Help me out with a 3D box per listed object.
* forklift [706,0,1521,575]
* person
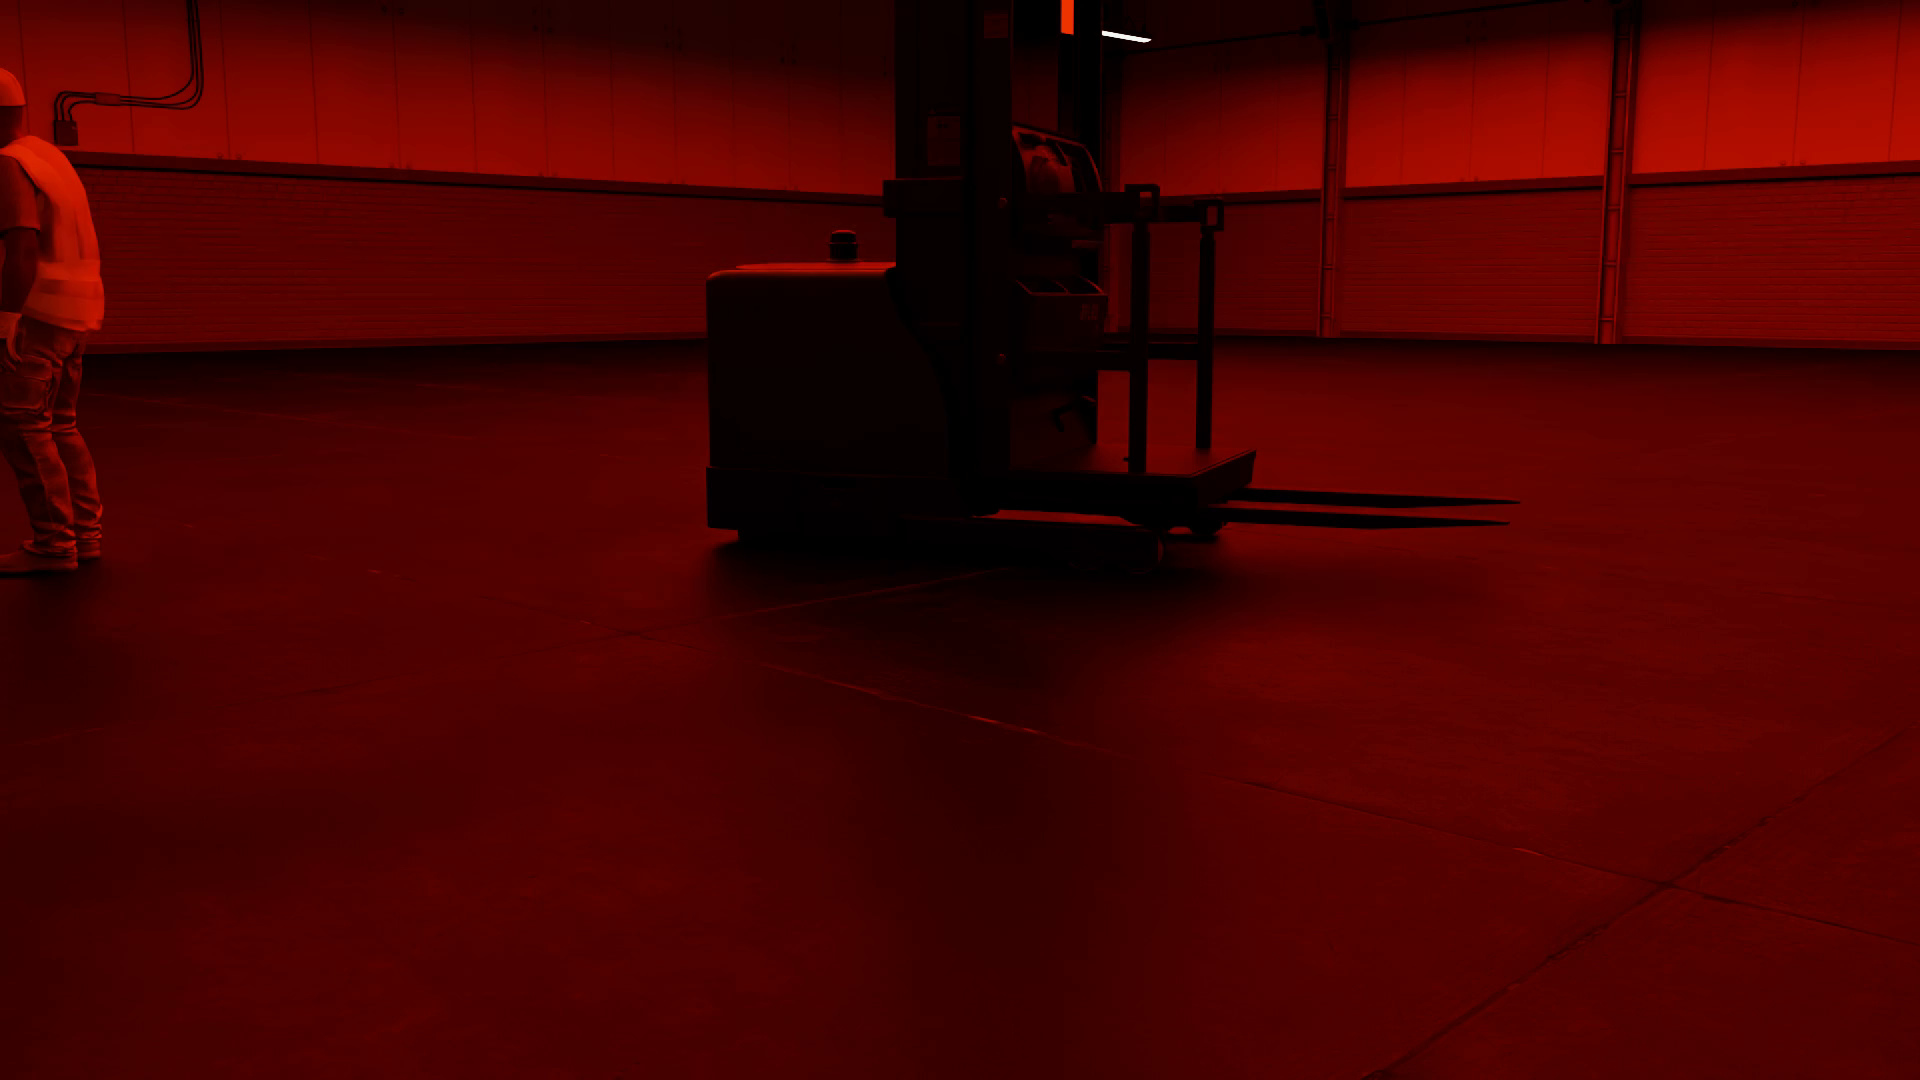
[{"bbox_3d":[0.565,-1.416,6.275,3.031,2.935,1.130,3,9,22],"label":"forklift"},{"bbox_3d":[-3.317,-0.777,5.940,0.452,1.772,0.617,-2,9,-12],"label":"person"}]
